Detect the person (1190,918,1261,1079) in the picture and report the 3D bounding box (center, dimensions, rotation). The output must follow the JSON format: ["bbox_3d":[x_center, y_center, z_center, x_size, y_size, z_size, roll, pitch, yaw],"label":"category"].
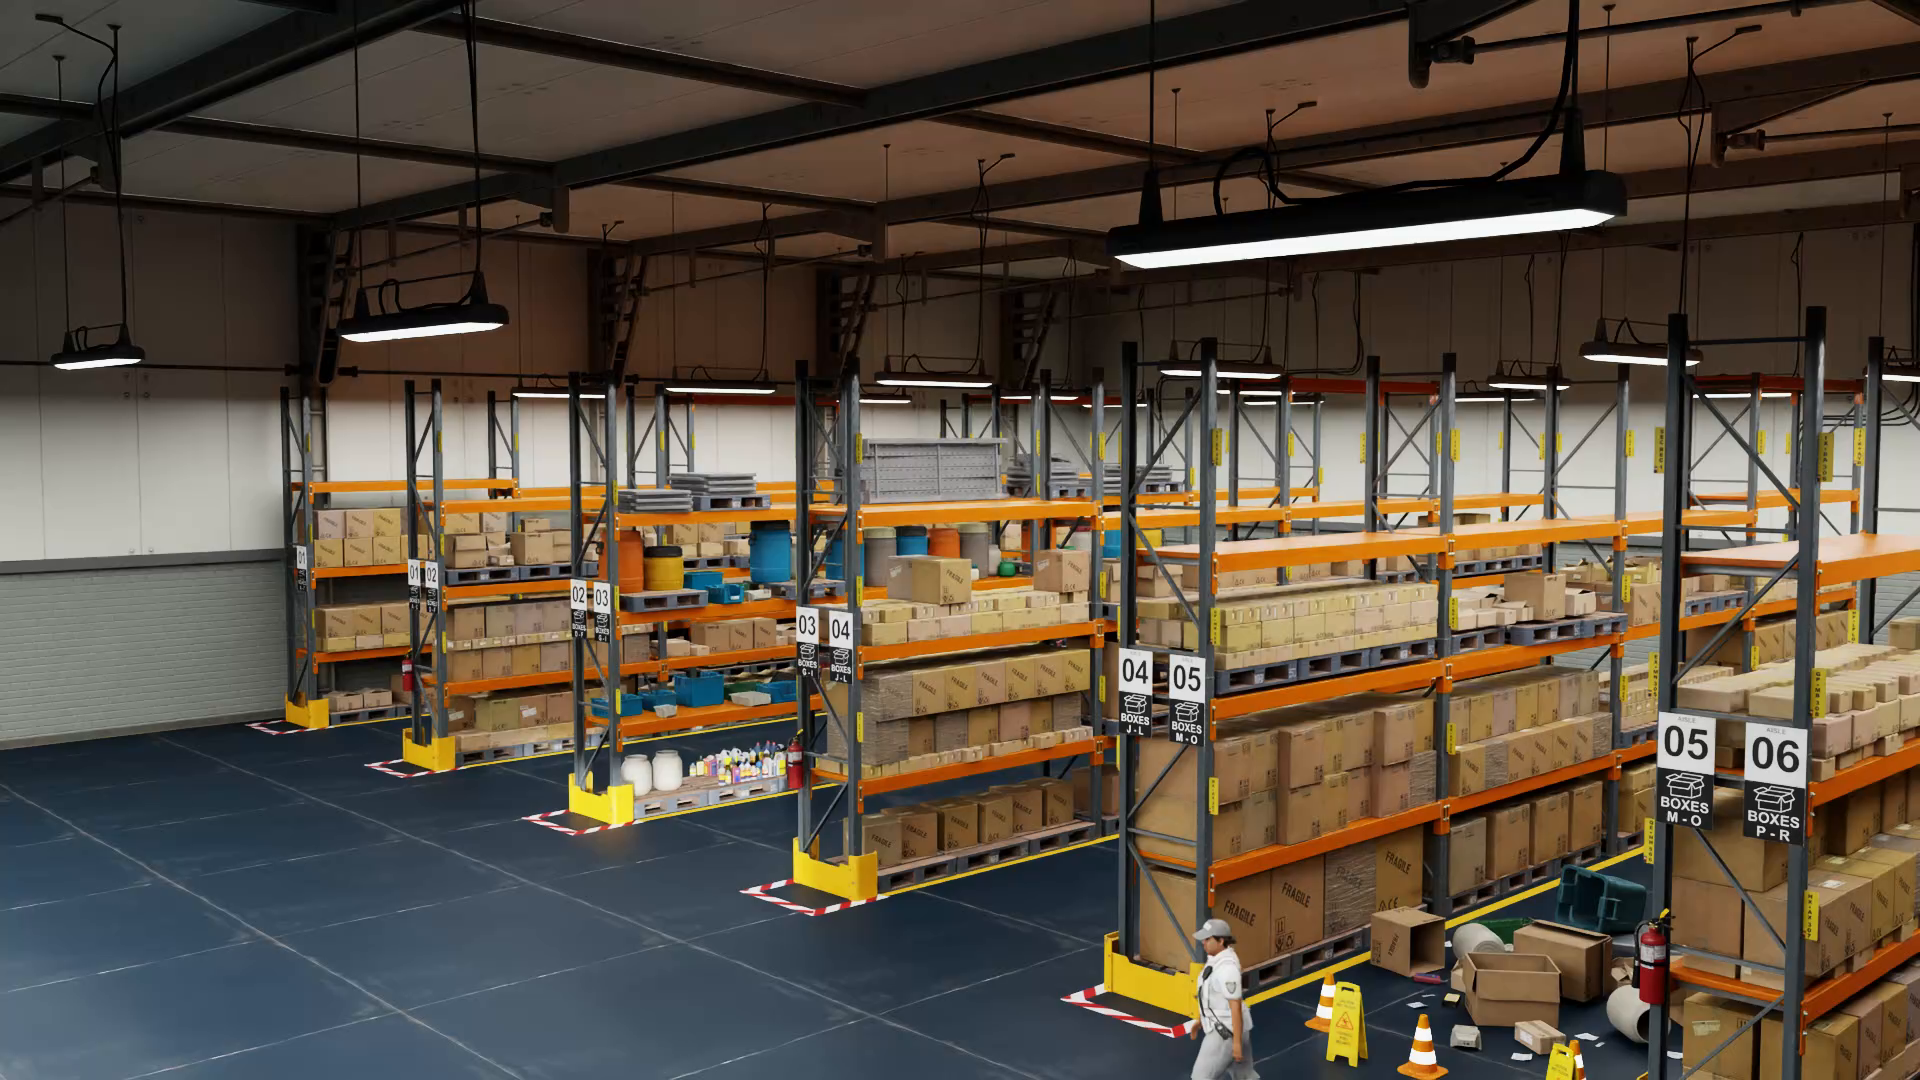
[{"bbox_3d":[1.863,3.557,12.072,0.878,1.622,0.537,0,4,8],"label":"person"}]
